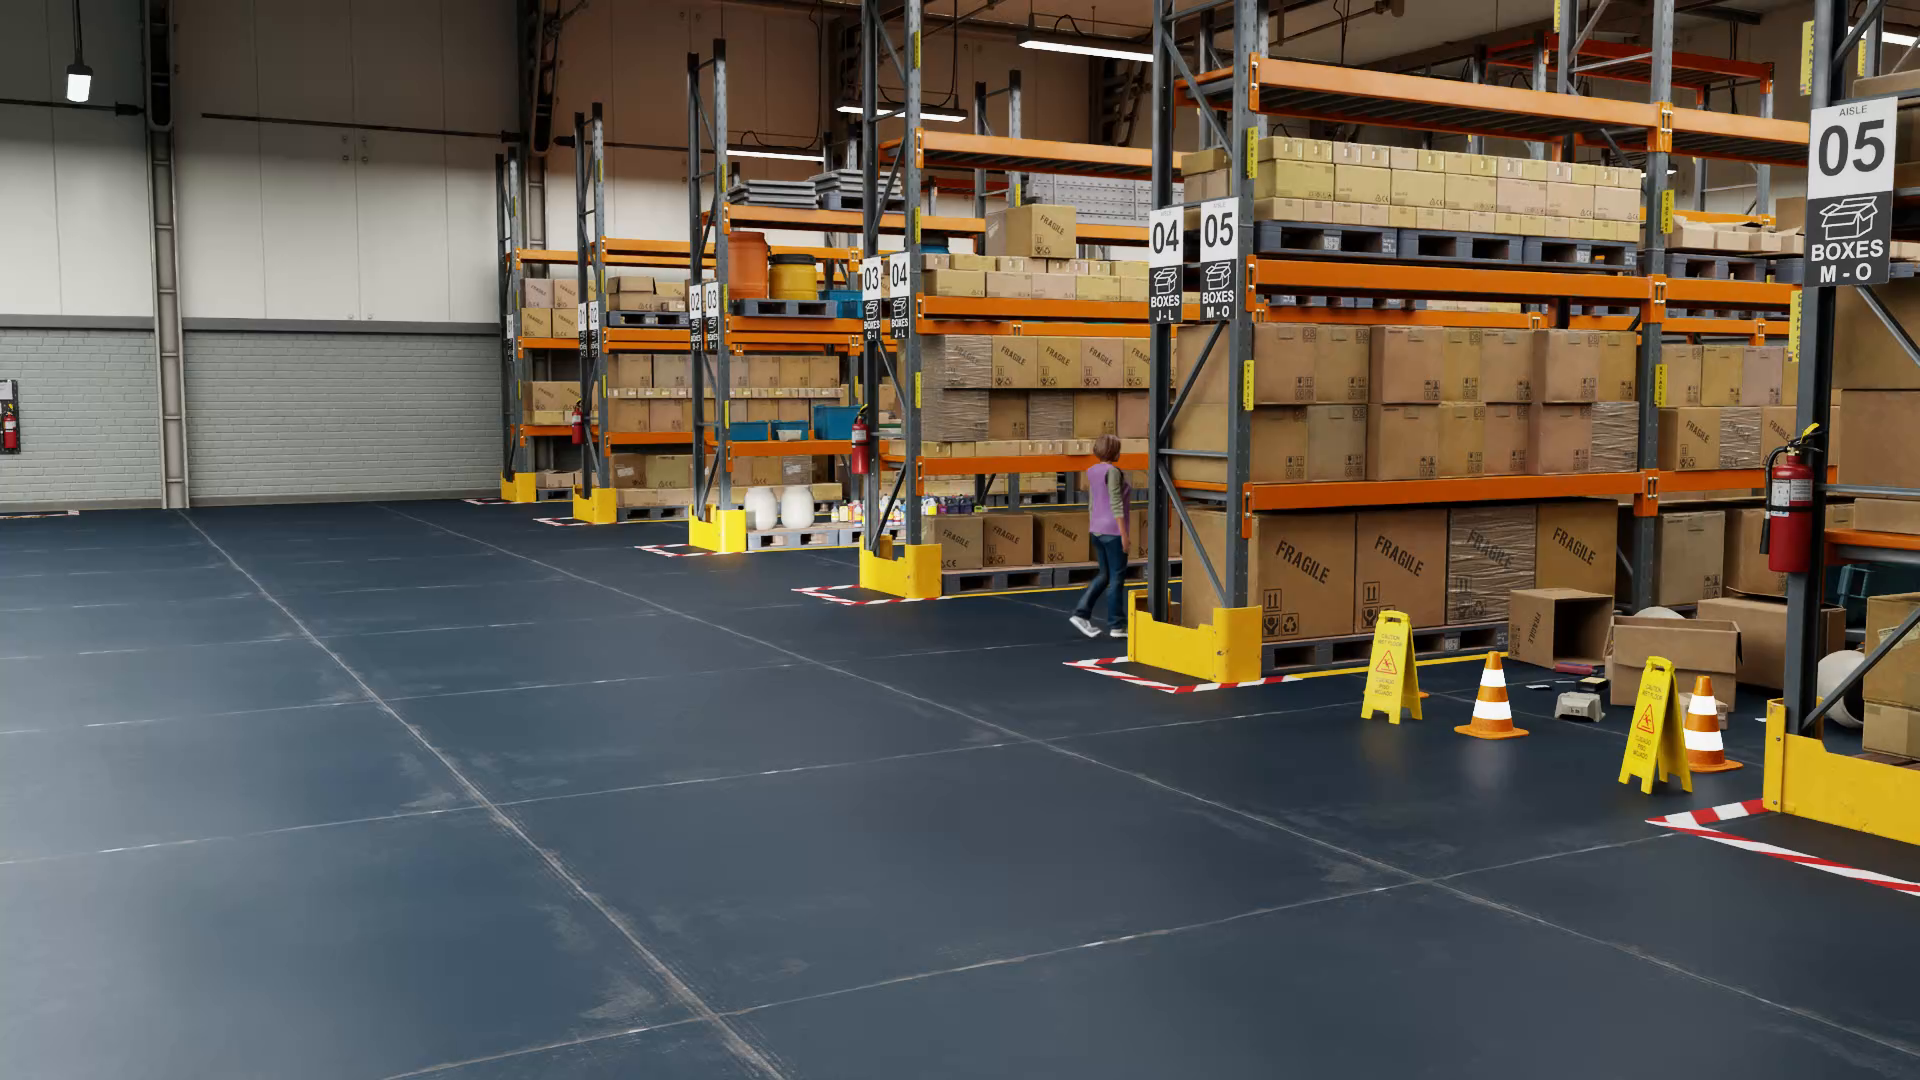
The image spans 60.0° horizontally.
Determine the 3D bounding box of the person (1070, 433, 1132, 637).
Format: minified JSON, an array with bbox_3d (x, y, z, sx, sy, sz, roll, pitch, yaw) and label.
[{"bbox_3d":[1.170,-0.032,12.982,0.540,1.600,0.444,-2,6,-22],"label":"person"}]
